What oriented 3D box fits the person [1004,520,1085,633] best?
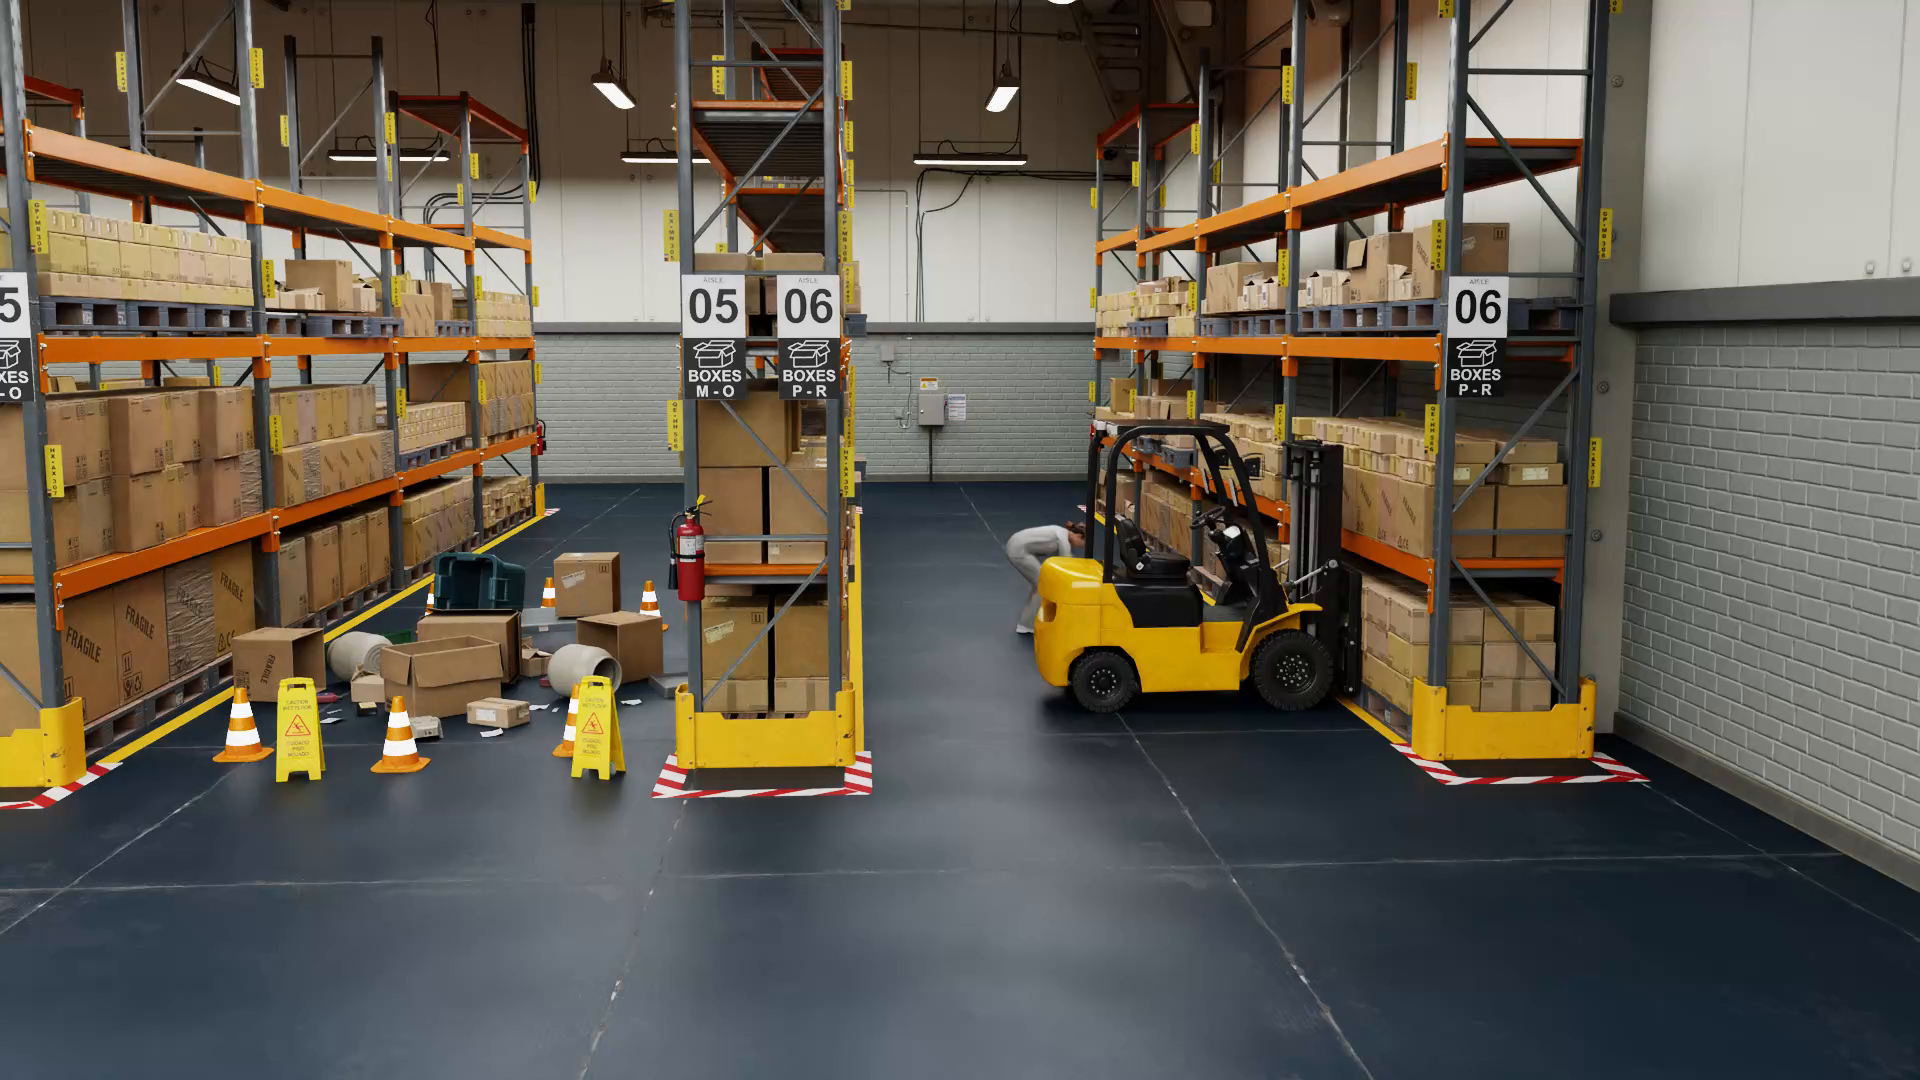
[{"bbox_3d":[0.860,0.341,15.945,0.864,1.074,0.449,-1,7,-6],"label":"person"}]
